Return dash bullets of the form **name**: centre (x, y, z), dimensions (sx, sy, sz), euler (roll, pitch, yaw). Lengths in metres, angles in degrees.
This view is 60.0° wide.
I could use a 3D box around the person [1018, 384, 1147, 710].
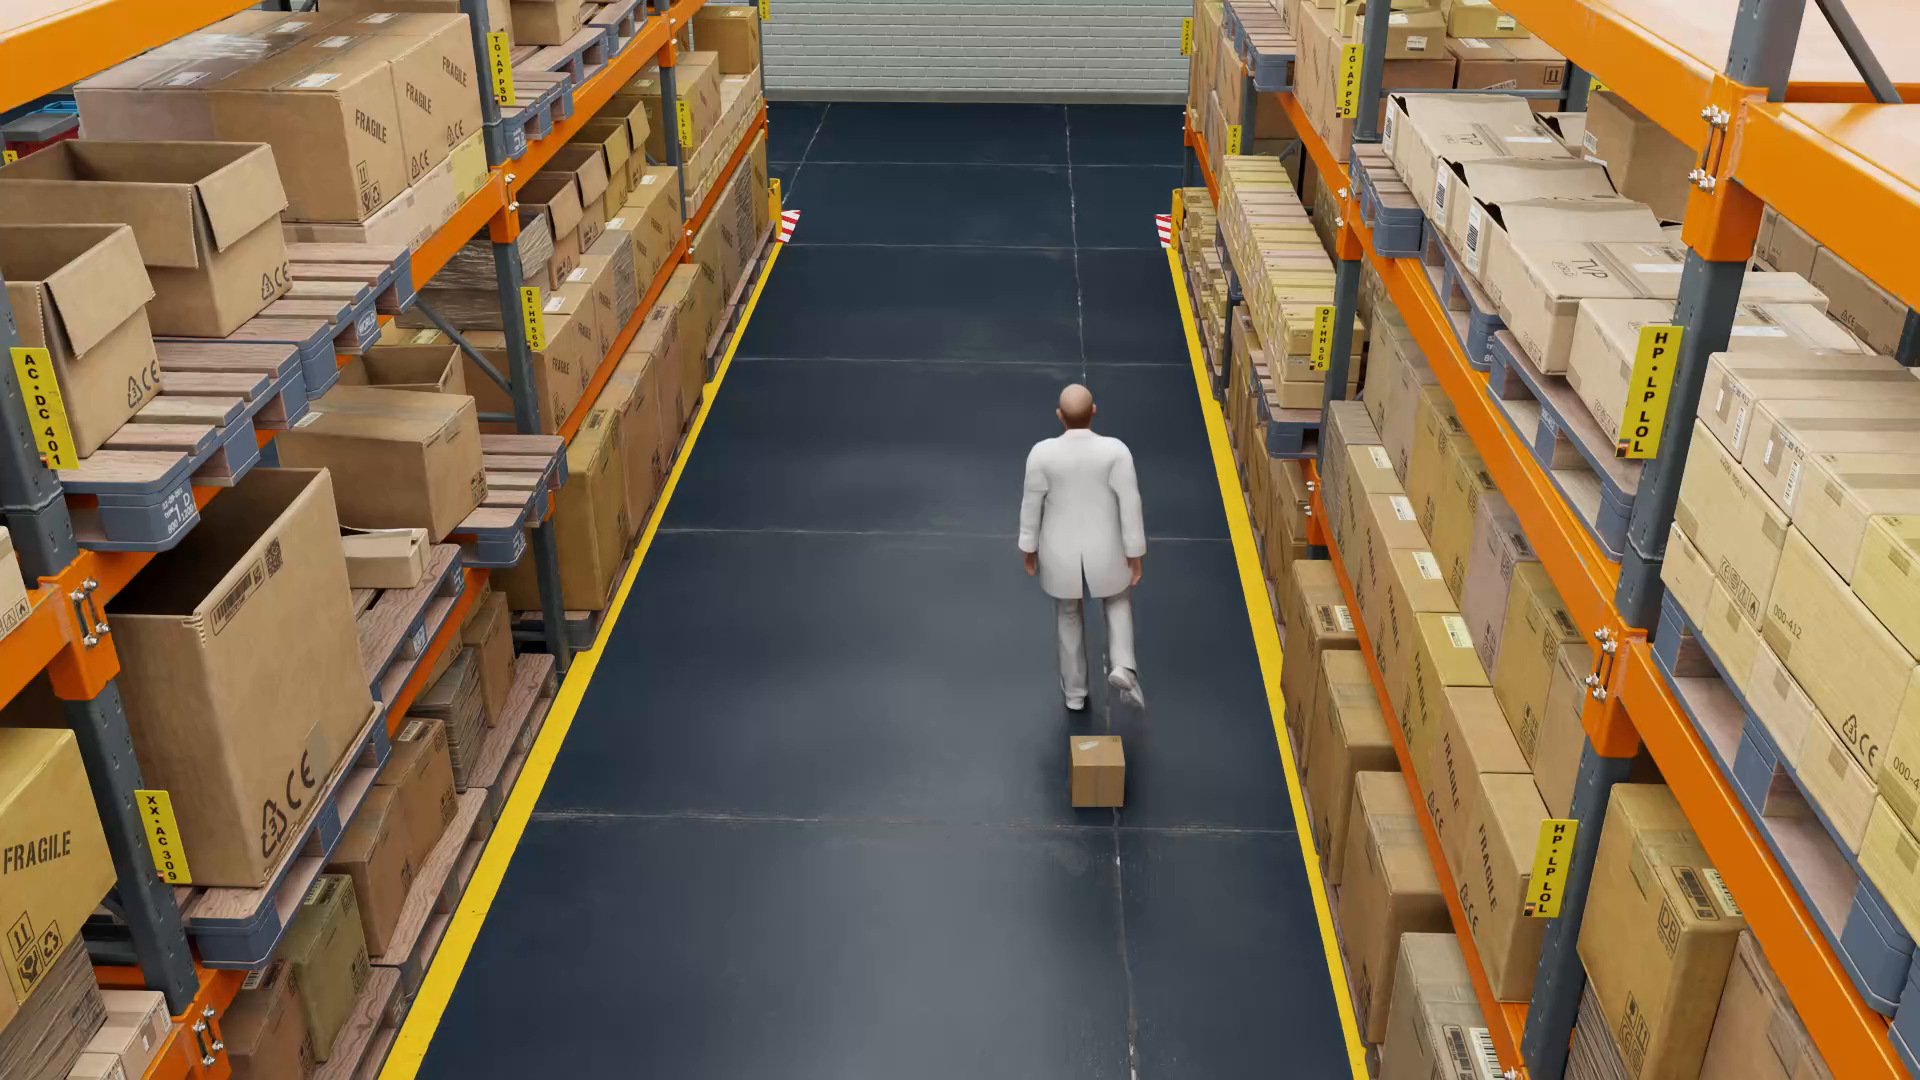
- **person**: centre (0.634, 0.071, 8.493), dimensions (0.677, 1.771, 0.594), euler (1, 28, 2)
